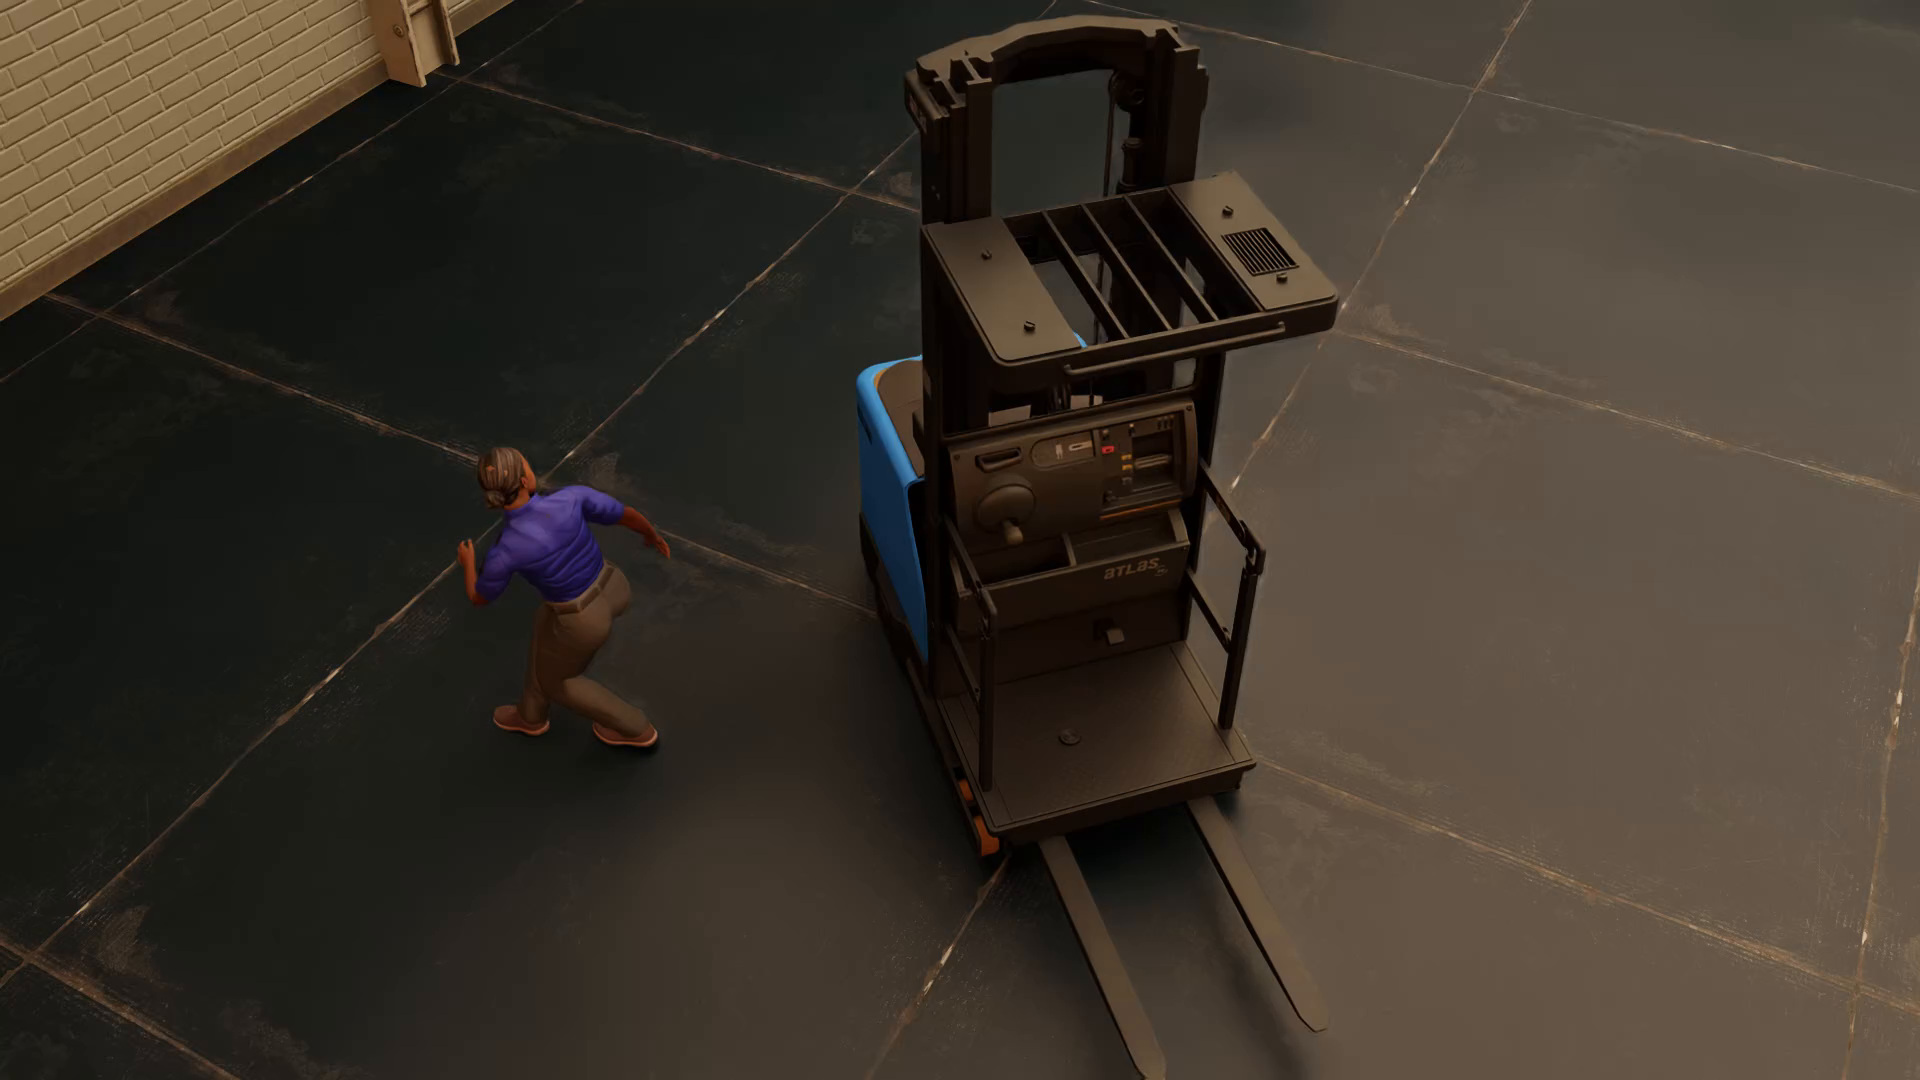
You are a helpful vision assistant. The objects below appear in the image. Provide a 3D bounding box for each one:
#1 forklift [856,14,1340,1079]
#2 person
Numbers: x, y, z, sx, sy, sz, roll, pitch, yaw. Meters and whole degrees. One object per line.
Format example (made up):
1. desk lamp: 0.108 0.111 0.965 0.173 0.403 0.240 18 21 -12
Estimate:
1. forklift: 0.483 -0.153 5.816 1.130 2.935 3.031 -13 45 -13
2. person: -1.579 0.168 6.525 0.779 1.529 0.704 18 46 18
